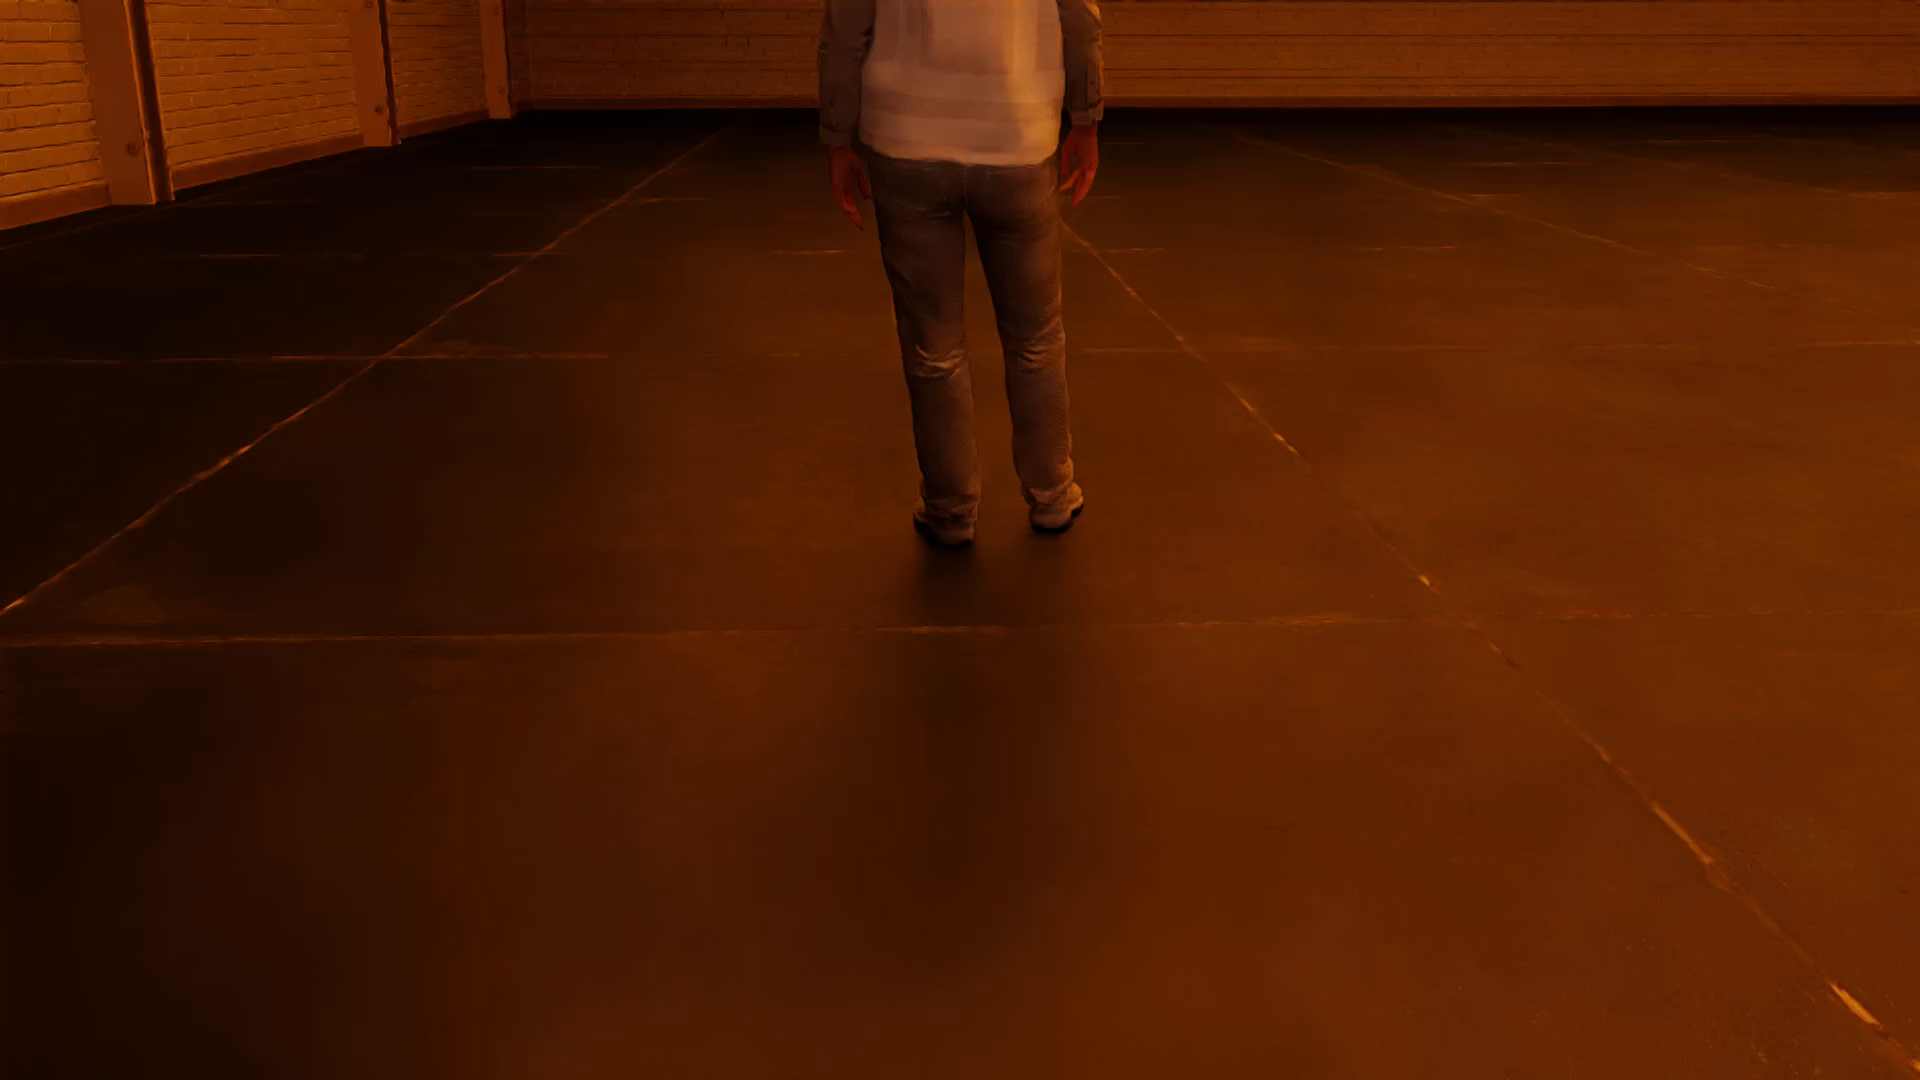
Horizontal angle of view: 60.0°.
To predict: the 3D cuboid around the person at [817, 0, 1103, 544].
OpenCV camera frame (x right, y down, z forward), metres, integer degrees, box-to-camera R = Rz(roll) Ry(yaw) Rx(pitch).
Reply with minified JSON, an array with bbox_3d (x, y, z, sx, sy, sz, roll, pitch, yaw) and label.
[{"bbox_3d":[0.005,-0.874,3.716,0.632,1.773,0.567,-1,17,-3],"label":"person"}]
